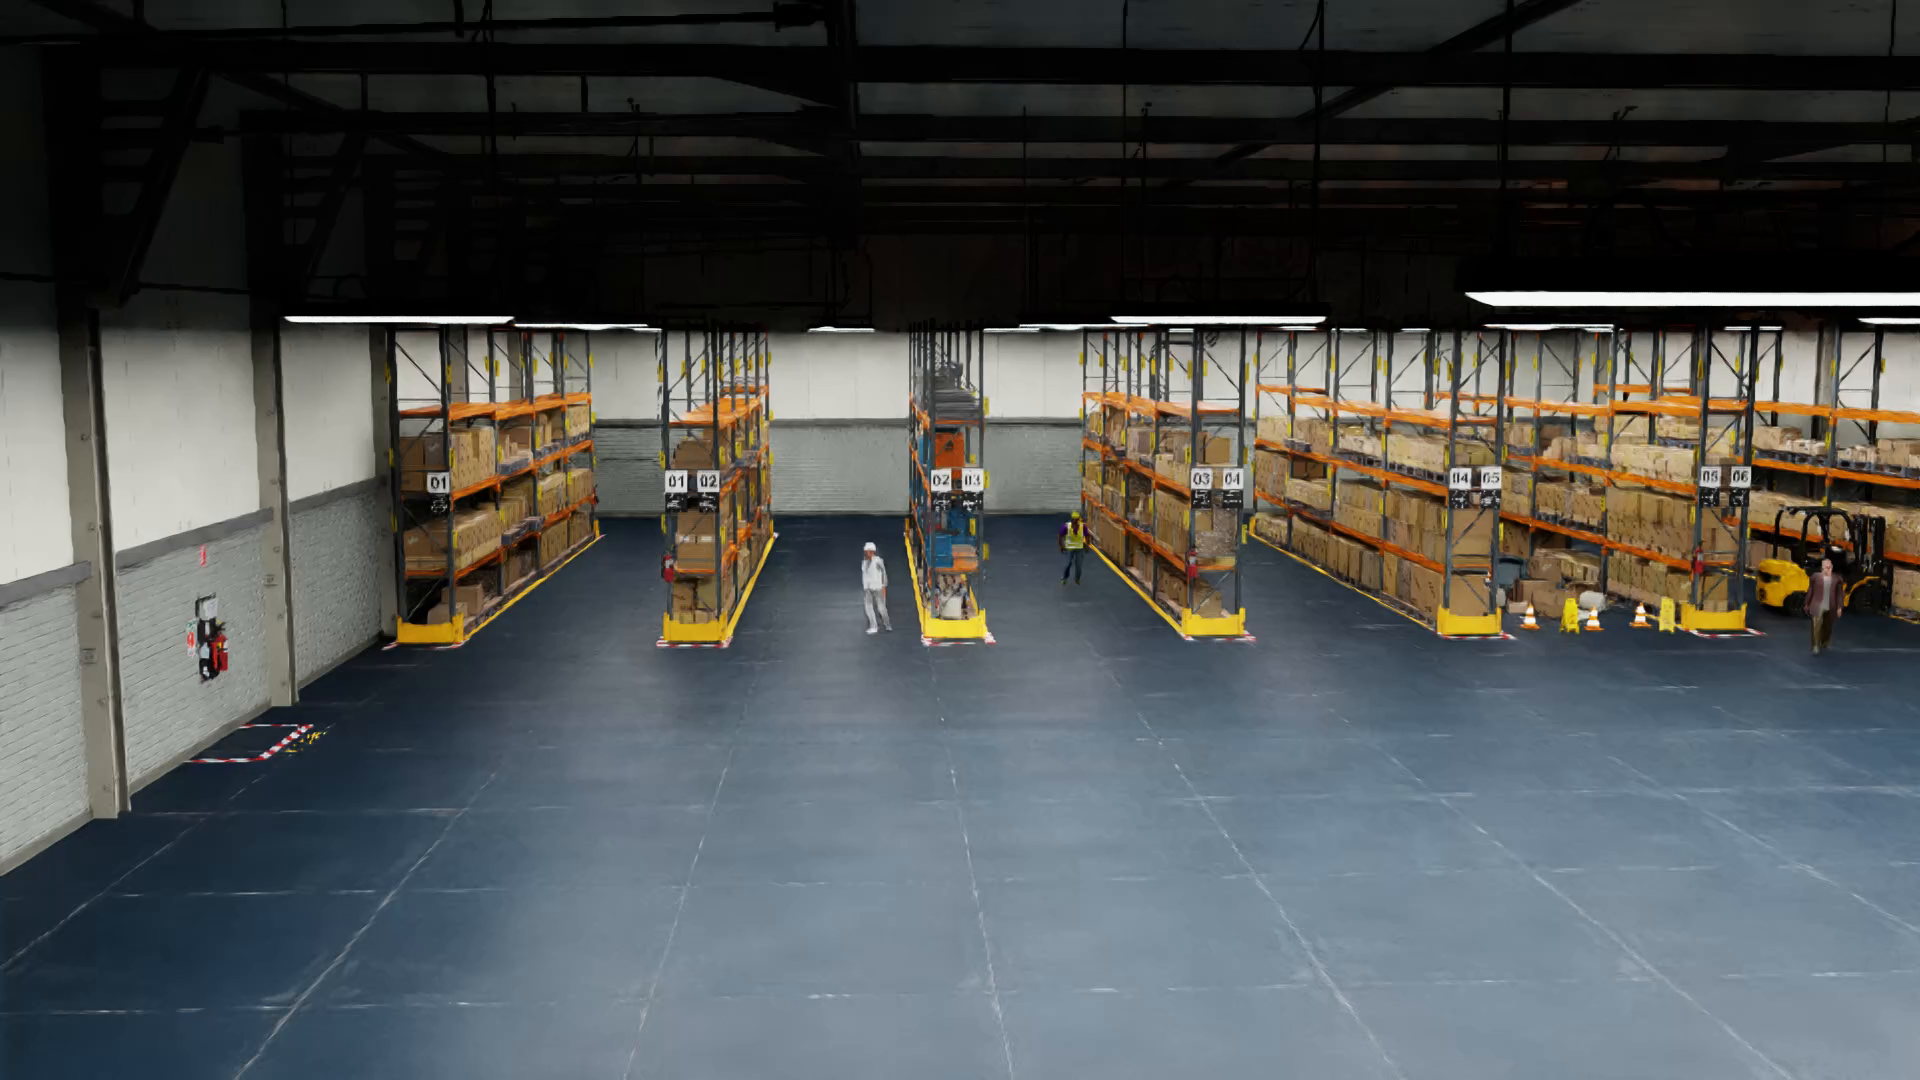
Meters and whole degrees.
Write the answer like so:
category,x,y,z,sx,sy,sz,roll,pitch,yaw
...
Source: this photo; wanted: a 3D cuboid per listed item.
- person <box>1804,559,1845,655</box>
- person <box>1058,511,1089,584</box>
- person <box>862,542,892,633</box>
category,x,y,z,sx,sy,sz,roll,pitch,yaw
person,15.550,1.182,29.919,0.630,1.723,1.047,2,7,16
person,2.607,0.179,38.103,0.719,1.714,0.572,-1,7,-5
person,-1.615,0.902,32.043,0.579,1.760,0.566,5,8,33
